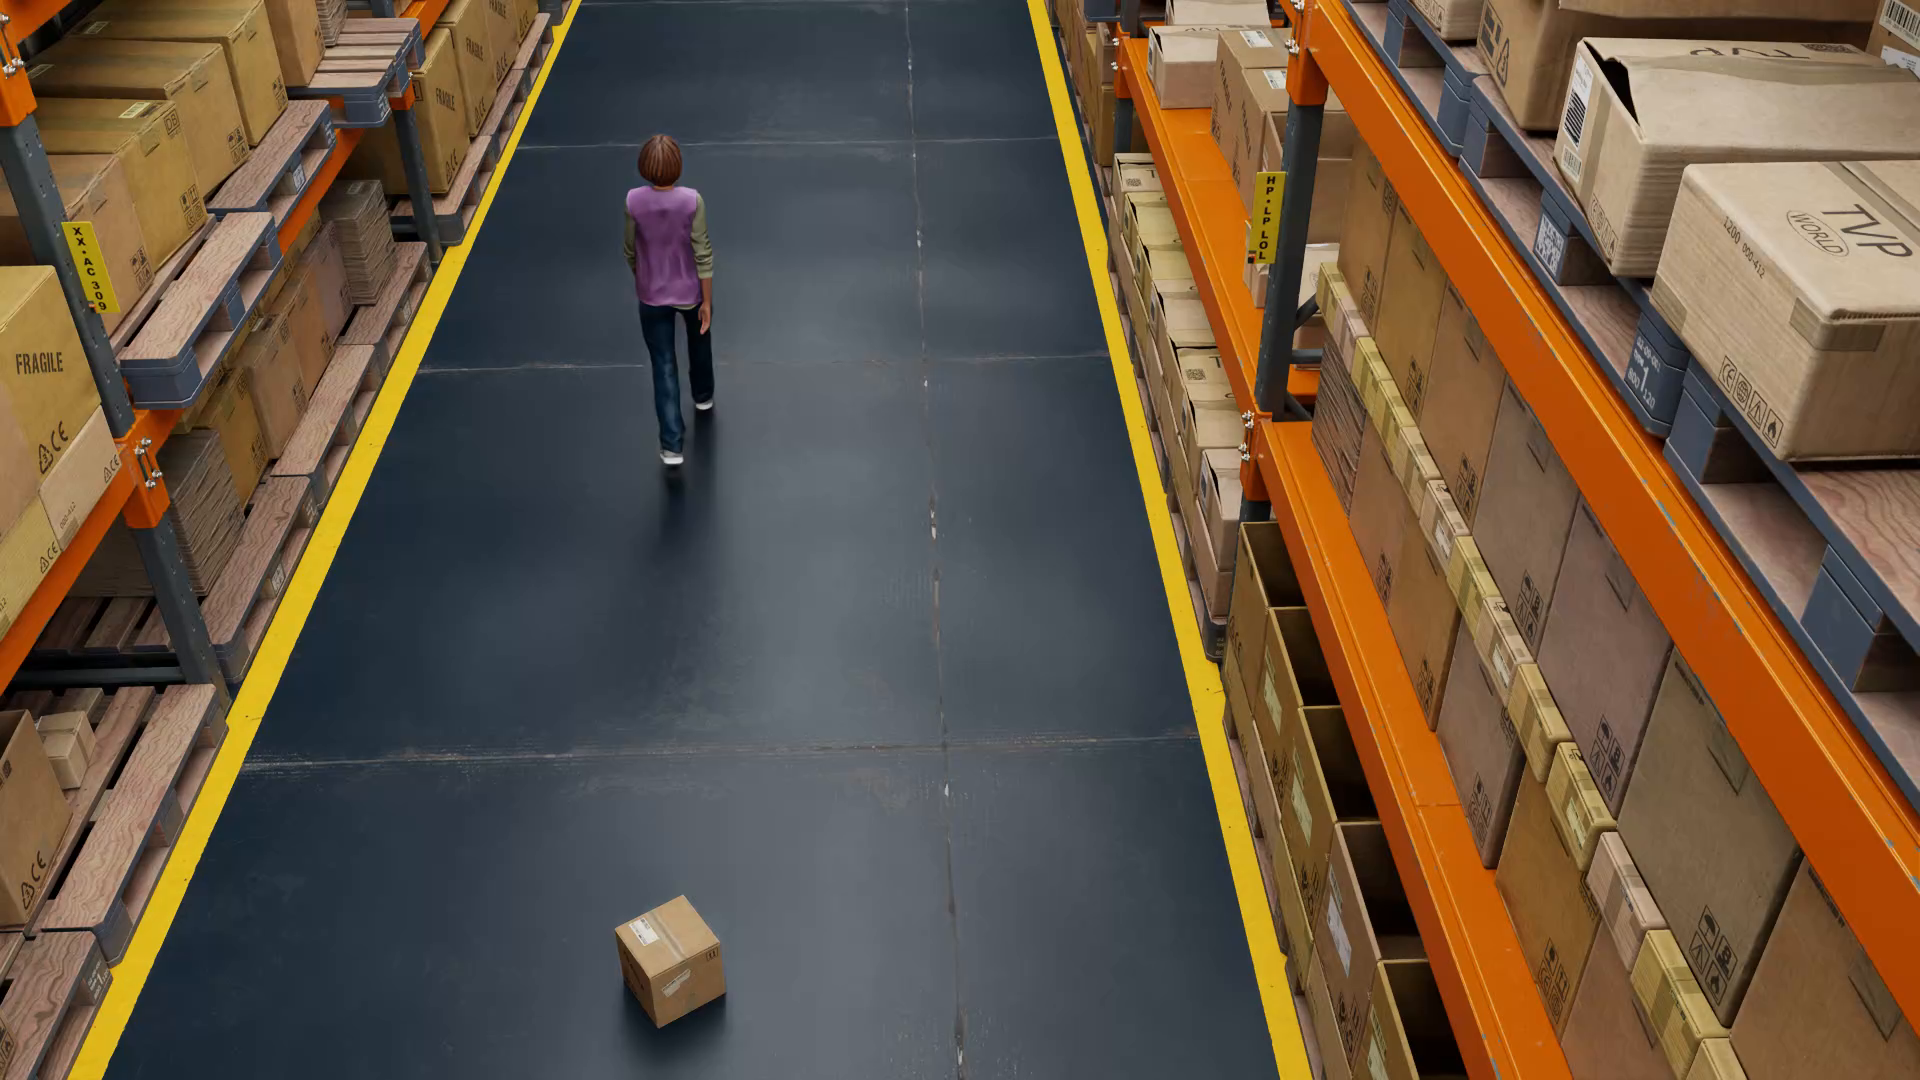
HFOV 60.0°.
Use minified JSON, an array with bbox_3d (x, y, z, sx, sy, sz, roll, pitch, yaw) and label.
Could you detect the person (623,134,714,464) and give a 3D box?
[{"bbox_3d":[-1.342,-1.159,7.757,0.410,1.546,0.936,-5,36,-7],"label":"person"}]
